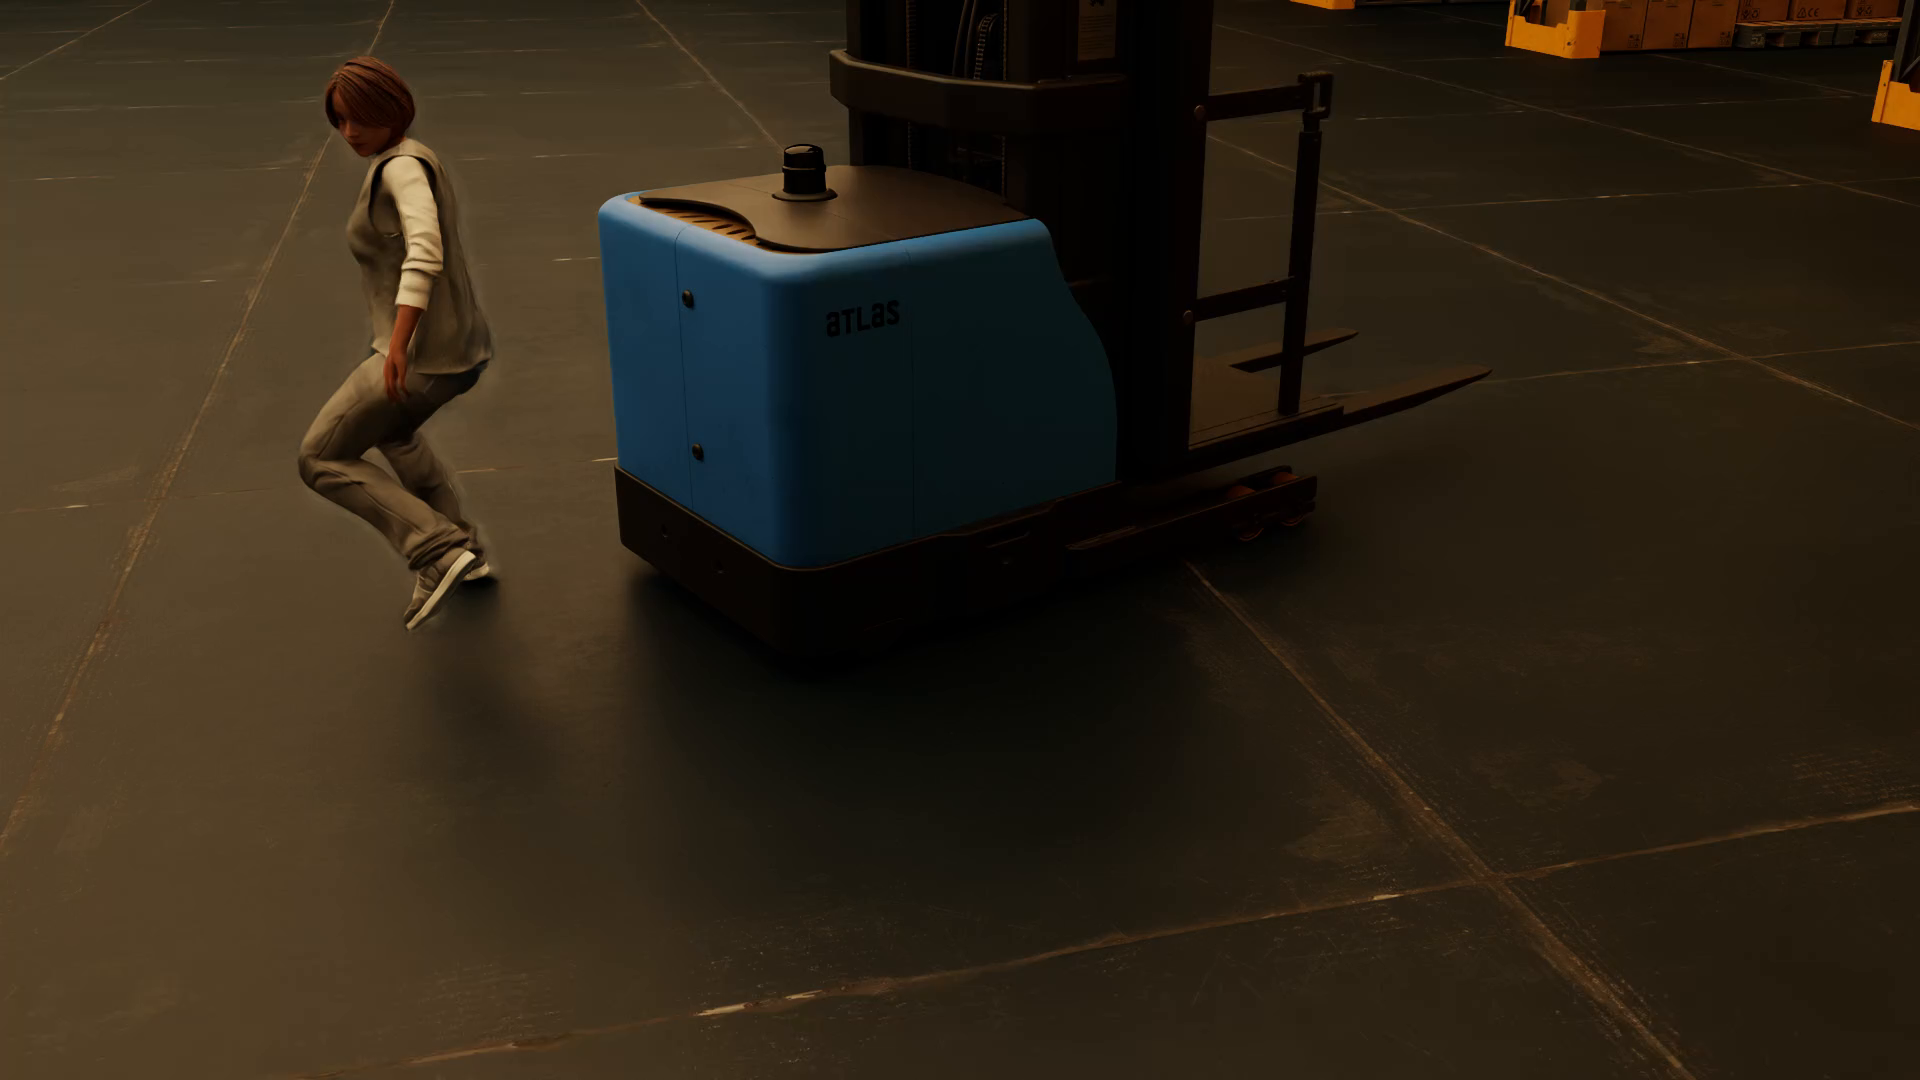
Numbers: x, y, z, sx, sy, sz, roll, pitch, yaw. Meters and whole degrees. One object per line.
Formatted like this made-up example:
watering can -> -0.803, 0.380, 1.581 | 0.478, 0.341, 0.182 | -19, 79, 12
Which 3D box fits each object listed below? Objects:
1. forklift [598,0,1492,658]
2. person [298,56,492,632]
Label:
forklift -> 0.484, -1.493, 4.818 | 3.031, 2.935, 1.130 | -17, 28, -34
person -> -1.468, -0.497, 4.370 | 0.454, 1.484, 0.803 | 1, 23, 2
